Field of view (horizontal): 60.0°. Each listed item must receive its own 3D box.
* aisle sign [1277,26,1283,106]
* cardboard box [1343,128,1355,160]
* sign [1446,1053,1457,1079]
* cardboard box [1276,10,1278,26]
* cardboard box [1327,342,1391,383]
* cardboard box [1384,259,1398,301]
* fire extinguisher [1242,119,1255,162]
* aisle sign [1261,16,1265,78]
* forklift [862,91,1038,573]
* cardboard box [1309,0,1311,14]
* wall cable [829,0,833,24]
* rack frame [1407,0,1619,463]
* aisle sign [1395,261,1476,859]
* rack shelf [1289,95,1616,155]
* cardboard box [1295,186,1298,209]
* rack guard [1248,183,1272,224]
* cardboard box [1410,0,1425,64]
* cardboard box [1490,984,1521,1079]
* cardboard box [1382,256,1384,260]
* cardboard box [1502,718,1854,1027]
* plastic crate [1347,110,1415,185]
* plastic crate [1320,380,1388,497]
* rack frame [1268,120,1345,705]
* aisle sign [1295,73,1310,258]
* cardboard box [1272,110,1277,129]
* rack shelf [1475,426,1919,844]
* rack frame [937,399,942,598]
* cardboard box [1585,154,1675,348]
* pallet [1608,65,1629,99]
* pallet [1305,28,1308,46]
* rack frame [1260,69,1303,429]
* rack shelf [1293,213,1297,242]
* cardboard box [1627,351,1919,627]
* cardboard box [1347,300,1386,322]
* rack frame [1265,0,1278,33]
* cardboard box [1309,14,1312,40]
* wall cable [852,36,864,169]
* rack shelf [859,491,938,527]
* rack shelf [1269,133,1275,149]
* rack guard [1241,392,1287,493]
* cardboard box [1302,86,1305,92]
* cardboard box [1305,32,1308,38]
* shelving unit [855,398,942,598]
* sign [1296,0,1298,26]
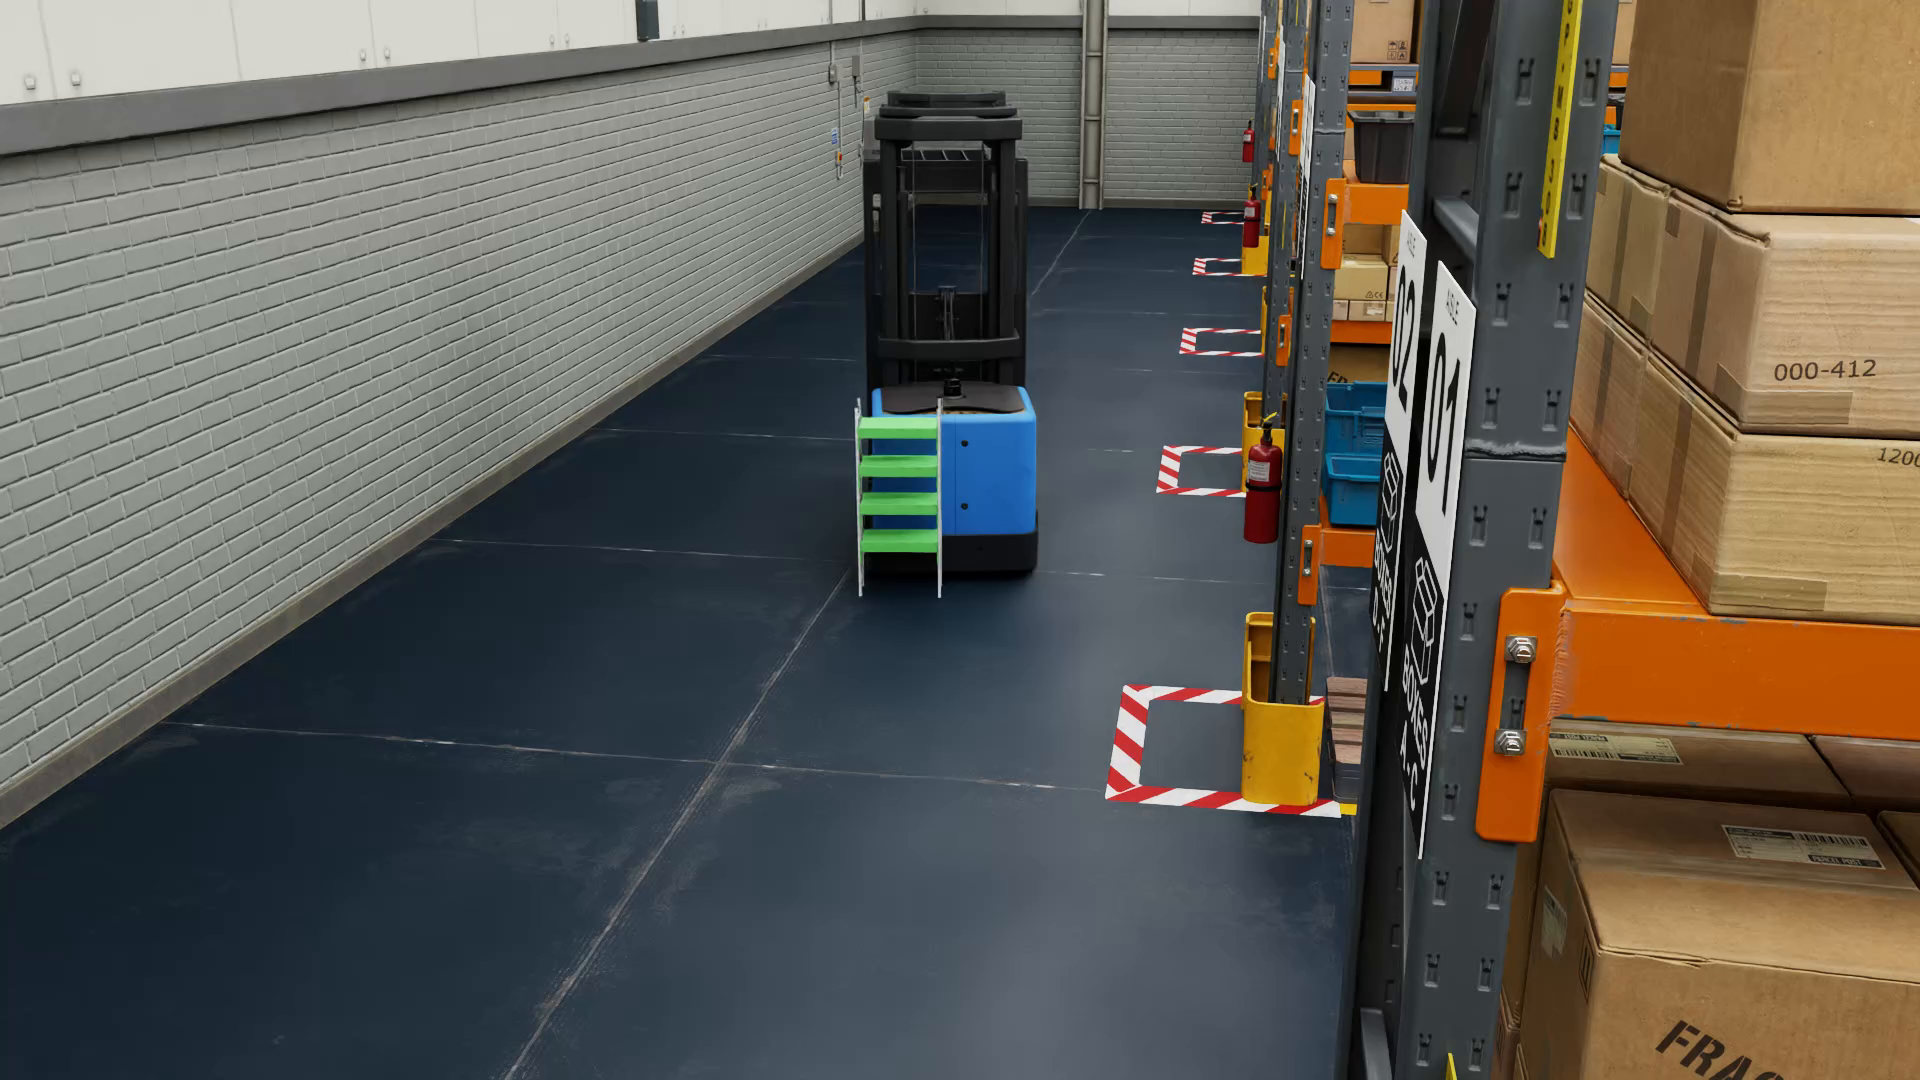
[{"bbox_3d":[3.141,-4.632,16.322,0.004,0.787,0.394,3,19,9],"label":"aisle sign"},{"bbox_3d":[3.662,-4.046,16.467,0.500,0.500,0.500,3,19,8],"label":"cardboard box"},{"bbox_3d":[0.713,0.922,2.455,0.005,0.325,0.100,3,19,9],"label":"sign"},{"bbox_3d":[5.212,-8.156,25.991,0.500,0.250,0.500,3,19,8],"label":"cardboard box"},{"bbox_3d":[3.019,-1.125,12.625,0.875,0.875,0.875,3,19,9],"label":"cardboard box"},{"bbox_3d":[3.320,-1.878,11.955,0.500,0.250,0.500,3,19,8],"label":"cardboard box"},{"bbox_3d":[4.511,-6.250,25.963,0.183,0.674,0.296,3,19,9],"label":"fire extinguisher"},{"bbox_3d":[3.924,-6.379,21.543,0.004,0.787,0.394,3,19,9],"label":"aisle sign"},{"bbox_3d":[-0.111,-1.603,11.474,1.130,2.935,3.031,-1,19,-3],"label":"forklift"},{"bbox_3d":[3.636,-5.342,16.635,0.250,0.149,0.380,3,19,8],"label":"cardboard box"},{"bbox_3d":[-1.715,-8.088,21.294,0.029,3.000,0.463,3,19,9],"label":"wall cable"},{"bbox_3d":[0.799,-1.682,2.149,0.127,3.000,1.000,3,19,9],"label":"rack frame"},{"bbox_3d":[0.685,0.018,2.424,0.004,0.787,0.394,3,19,9],"label":"aisle sign"},{"bbox_3d":[4.349,-2.921,11.713,4.000,0.370,1.077,3,19,9],"label":"rack shelf"},{"bbox_3d":[5.319,-5.555,26.451,0.637,0.503,0.797,2,19,6],"label":"cardboard box"},{"bbox_3d":[4.805,-5.411,26.688,0.348,0.500,1.175,3,19,9],"label":"rack guard"},{"bbox_3d":[3.433,-3.582,11.576,0.500,0.500,0.700,2,19,7],"label":"cardboard box"},{"bbox_3d":[1.285,1.053,3.272,0.500,0.500,0.500,3,19,10],"label":"cardboard box"},{"bbox_3d":[3.396,-2.044,12.451,0.500,0.250,0.500,3,19,8],"label":"cardboard box"},{"bbox_3d":[1.282,0.577,3.117,0.500,0.500,0.500,3,19,8],"label":"cardboard box"},{"bbox_3d":[1.925,-1.643,6.964,0.590,0.269,0.497,3,19,9],"label":"plastic crate"},{"bbox_3d":[1.949,-0.476,7.847,0.499,0.435,0.616,3,19,9],"label":"plastic crate"},{"bbox_3d":[1.589,-0.389,7.738,0.127,3.000,1.000,3,19,9],"label":"rack frame"},{"bbox_3d":[1.564,-1.717,7.611,0.004,0.787,0.394,3,19,9],"label":"aisle sign"},{"bbox_3d":[5.135,-6.563,25.959,0.500,0.250,0.500,3,19,9],"label":"cardboard box"},{"bbox_3d":[2.774,0.182,2.438,4.000,0.370,1.077,3,19,9],"label":"rack shelf"},{"bbox_3d":[-0.126,-0.251,10.154,0.015,1.200,0.240,0,19,1],"label":"rack frame"},{"bbox_3d":[1.347,-0.480,2.731,0.500,0.250,0.500,3,19,9],"label":"cardboard box"},{"bbox_3d":[4.317,-3.226,11.631,1.213,0.211,1.003,3,19,9],"label":"pallet"},{"bbox_3d":[4.680,-6.392,21.091,1.213,0.211,1.003,3,19,9],"label":"pallet"},{"bbox_3d":[2.374,-1.941,12.376,0.127,3.000,1.000,3,19,9],"label":"rack frame"},{"bbox_3d":[5.236,-3.048,16.818,4.000,0.370,1.077,3,19,9],"label":"rack shelf"},{"bbox_3d":[1.266,-0.083,2.333,0.500,0.250,0.500,3,19,9],"label":"cardboard box"},{"bbox_3d":[2.926,-1.688,12.016,0.250,0.149,0.380,3,19,8],"label":"cardboard box"},{"bbox_3d":[3.946,-7.890,20.703,0.127,3.000,1.000,3,19,9],"label":"rack frame"},{"bbox_3d":[3.663,-4.974,16.162,0.500,0.250,0.500,3,19,10],"label":"cardboard box"},{"bbox_3d":[-1.411,-6.248,23.649,0.122,1.984,0.588,3,19,9],"label":"wall cable"},{"bbox_3d":[-0.370,-0.191,10.178,0.480,0.148,0.258,0,19,1],"label":"rack shelf"},{"bbox_3d":[6.705,-6.159,26.116,4.000,0.370,1.077,3,19,9],"label":"rack shelf"},{"bbox_3d":[2.351,-0.756,12.776,0.348,0.500,1.175,3,19,9],"label":"rack guard"},{"bbox_3d":[4.253,-5.770,21.065,0.250,0.149,0.380,3,19,10],"label":"cardboard box"},{"bbox_3d":[5.271,-7.810,25.586,0.250,0.149,0.380,3,19,10],"label":"cardboard box"},{"bbox_3d":[-0.370,-0.252,10.157,0.503,1.200,0.258,0,19,1],"label":"shelving unit"},{"bbox_3d":[2.280,-3.642,11.230,0.005,0.325,0.100,3,19,9],"label":"sign"}]
